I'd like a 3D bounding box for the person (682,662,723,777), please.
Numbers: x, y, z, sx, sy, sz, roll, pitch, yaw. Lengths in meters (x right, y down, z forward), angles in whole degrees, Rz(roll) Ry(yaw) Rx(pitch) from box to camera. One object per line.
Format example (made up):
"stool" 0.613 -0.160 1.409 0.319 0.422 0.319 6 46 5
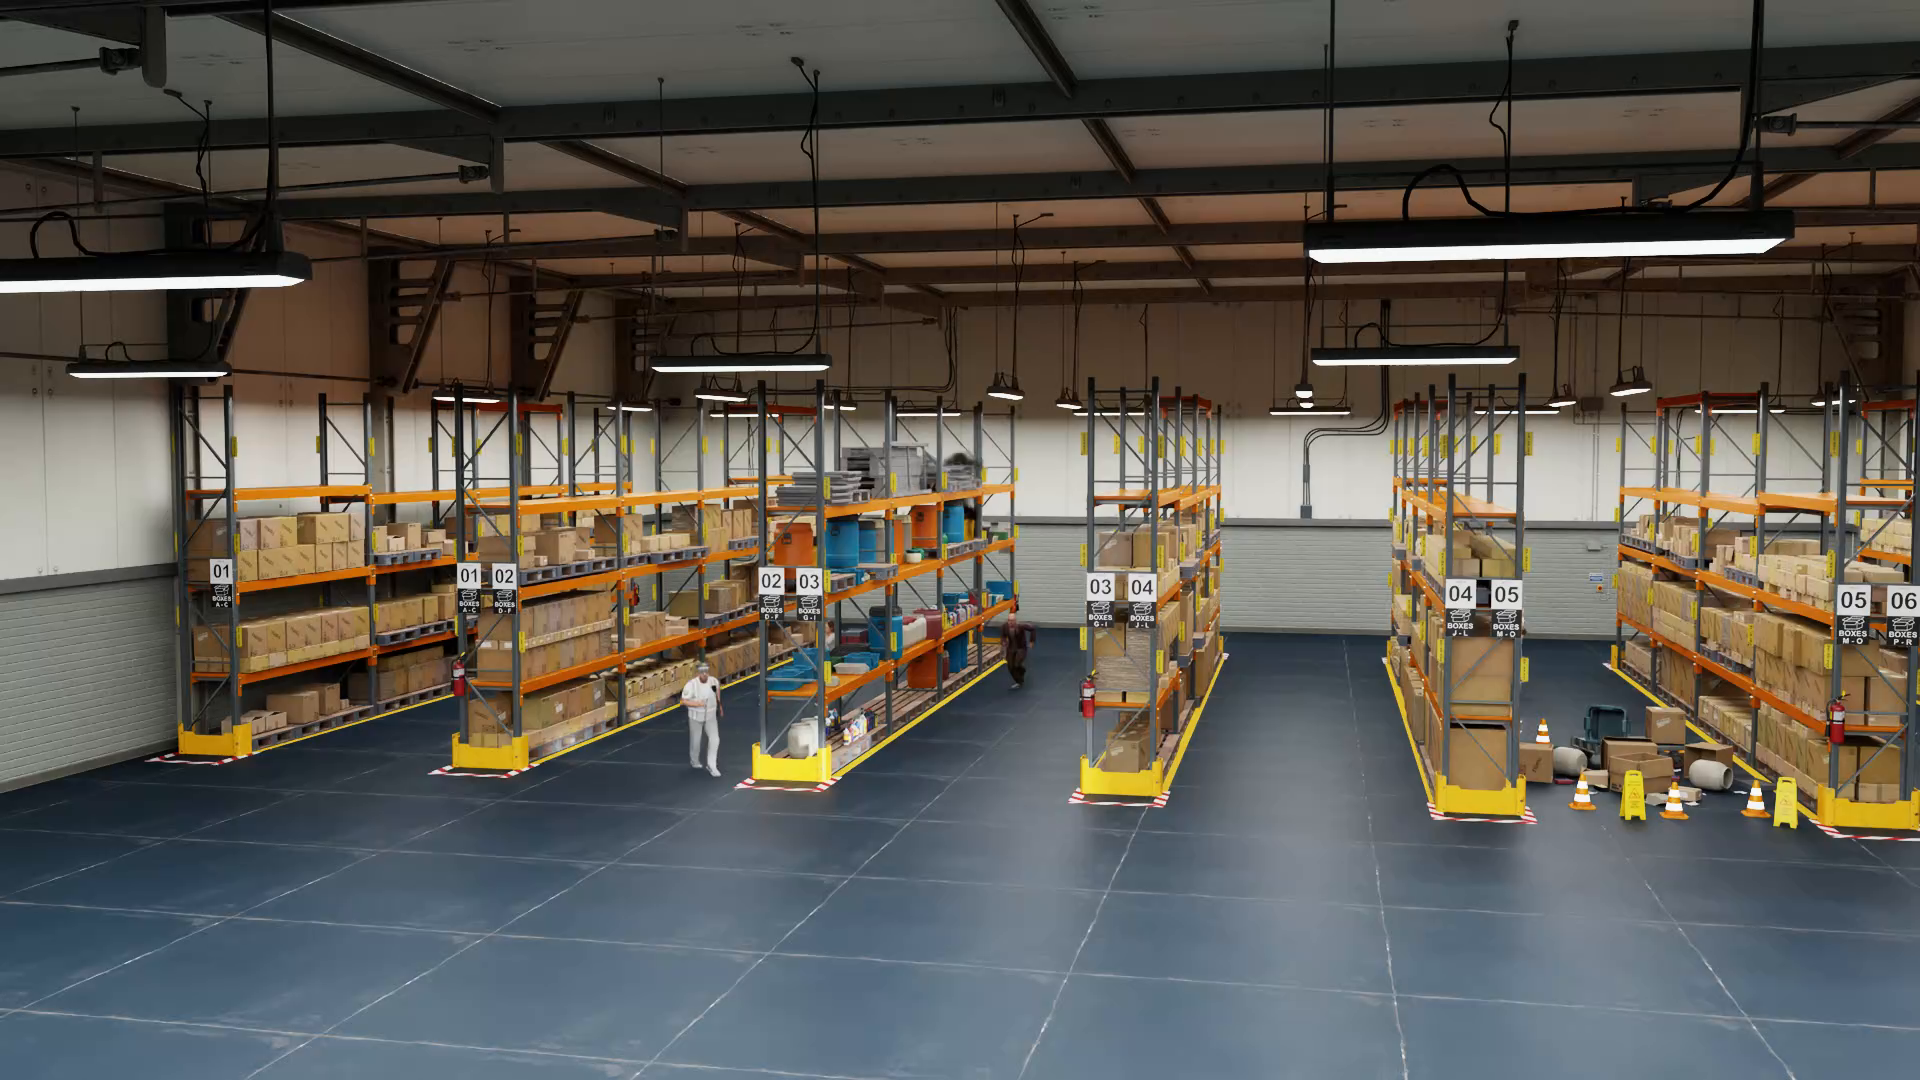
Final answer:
"person" -3.947 2.722 25.418 0.666 1.772 0.963 -1 3 -22

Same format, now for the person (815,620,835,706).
"person" -2.548 2.346 32.128 0.565 1.616 0.939 2 4 31

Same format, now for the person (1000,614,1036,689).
"person" 1.186 2.298 34.245 0.739 1.588 0.869 1 3 22

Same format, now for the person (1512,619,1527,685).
"person" 11.503 2.199 34.700 0.684 1.731 0.789 0 3 3
